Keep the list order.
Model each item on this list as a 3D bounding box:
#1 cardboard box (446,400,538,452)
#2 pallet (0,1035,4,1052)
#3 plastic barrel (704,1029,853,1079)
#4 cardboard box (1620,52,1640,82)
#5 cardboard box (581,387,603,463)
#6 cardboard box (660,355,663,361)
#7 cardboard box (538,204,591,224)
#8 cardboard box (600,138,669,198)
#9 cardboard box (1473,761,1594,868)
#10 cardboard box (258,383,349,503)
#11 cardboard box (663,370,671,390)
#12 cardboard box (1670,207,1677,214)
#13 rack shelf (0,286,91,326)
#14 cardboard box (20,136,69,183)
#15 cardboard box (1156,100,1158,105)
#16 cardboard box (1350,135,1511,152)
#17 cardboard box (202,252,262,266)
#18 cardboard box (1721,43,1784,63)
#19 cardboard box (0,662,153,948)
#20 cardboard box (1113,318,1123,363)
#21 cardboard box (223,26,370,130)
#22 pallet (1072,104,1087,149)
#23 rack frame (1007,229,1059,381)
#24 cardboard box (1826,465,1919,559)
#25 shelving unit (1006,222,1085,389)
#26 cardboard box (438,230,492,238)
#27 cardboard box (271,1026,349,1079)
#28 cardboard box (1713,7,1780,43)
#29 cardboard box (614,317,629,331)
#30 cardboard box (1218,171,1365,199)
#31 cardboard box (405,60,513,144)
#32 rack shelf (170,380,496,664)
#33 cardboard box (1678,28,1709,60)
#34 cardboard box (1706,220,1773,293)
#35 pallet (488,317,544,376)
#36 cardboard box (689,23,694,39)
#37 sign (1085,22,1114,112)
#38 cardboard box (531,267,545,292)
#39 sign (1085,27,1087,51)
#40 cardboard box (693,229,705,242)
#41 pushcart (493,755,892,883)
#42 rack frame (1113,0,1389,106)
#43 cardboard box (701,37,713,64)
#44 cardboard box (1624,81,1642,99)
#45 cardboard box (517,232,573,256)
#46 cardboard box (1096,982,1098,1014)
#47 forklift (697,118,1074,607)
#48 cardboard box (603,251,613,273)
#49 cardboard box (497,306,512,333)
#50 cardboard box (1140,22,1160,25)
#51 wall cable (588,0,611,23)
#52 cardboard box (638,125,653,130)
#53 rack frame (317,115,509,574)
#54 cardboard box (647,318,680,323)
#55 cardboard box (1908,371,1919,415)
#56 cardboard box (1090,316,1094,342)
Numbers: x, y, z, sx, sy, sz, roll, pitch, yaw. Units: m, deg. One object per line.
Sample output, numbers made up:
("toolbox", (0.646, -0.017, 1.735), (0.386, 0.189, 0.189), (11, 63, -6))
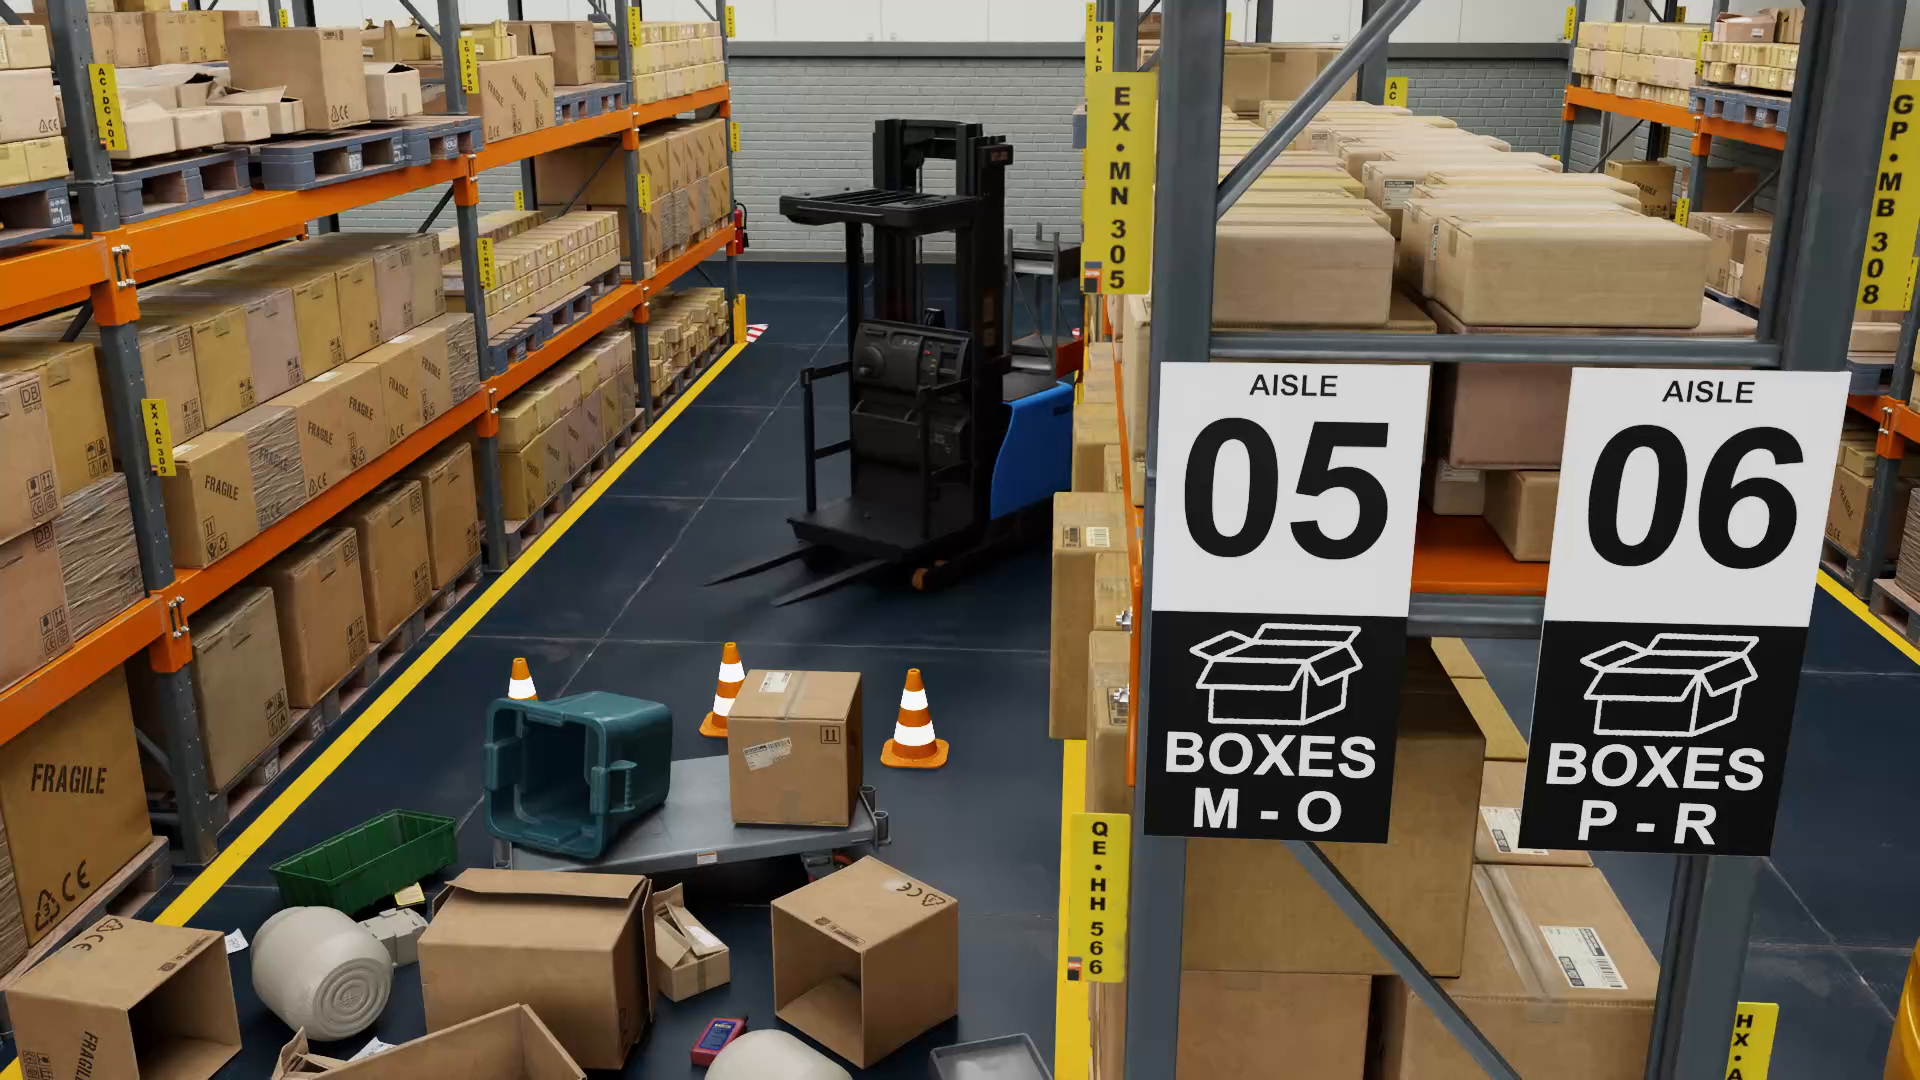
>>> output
("cardboard box", (-3.291, -0.805, 11.697), (0.500, 0.250, 0.500), (0, 18, 1))
("pallet", (-4.086, 1.954, 5.621), (1.003, 0.211, 1.213), (1, 18, 4))
("plastic barrel", (-0.572, 1.885, 5.491), (0.512, 0.421, 0.421), (17, 25, 41))
("cardboard box", (6.504, -4.409, 15.509), (0.500, 0.250, 0.500), (1, 18, 3))
("cardboard box", (-3.175, -0.928, 13.278), (0.500, 0.500, 0.500), (1, 18, 3))
("cardboard box", (-3.039, -1.719, 15.778), (0.380, 0.149, 0.250), (1, 18, 4))
("cardboard box", (-3.542, -2.816, 15.060), (0.500, 0.500, 0.500), (1, 18, 4))
("cardboard box", (-2.997, -3.430, 15.330), (0.500, 0.500, 0.500), (1, 18, 2))
("cardboard box", (1.134, 0.845, 3.888), (0.500, 0.500, 0.500), (2, 18, 6))
("cardboard box", (-3.488, -0.503, 8.479), (0.500, 0.500, 0.500), (1, 18, 4))
("cardboard box", (-2.929, -1.504, 15.599), (0.380, 0.149, 0.250), (2, 18, 6))
("cardboard box", (7.041, -3.131, 16.425), (0.500, 0.250, 0.500), (2, 18, 6))
("rack shelf", (-8.378, -1.649, 13.295), (1.077, 0.370, 4.000), (1, 18, 4))
("cardboard box", (-3.575, -1.418, 6.186), (0.380, 0.149, 0.250), (1, 18, 4))
("cardboard box", (0.728, -1.501, 5.992), (0.380, 0.149, 0.250), (1, 18, 3))
("cardboard box", (1.255, -1.005, 4.477), (0.380, 0.149, 0.250), (2, 18, 5))
("cardboard box", (-7.979, -2.561, 17.661), (0.875, 0.875, 0.875), (1, 18, 4))
("cardboard box", (6.194, -3.809, 13.003), (0.380, 0.149, 0.250), (2, 18, 5))
("cardboard box", (-3.983, 1.018, 6.736), (0.875, 0.875, 0.875), (2, 18, 5))
("cardboard box", (0.602, -0.565, 4.417), (0.380, 0.149, 0.250), (1, 18, 3))
("cardboard box", (-3.427, -2.402, 8.623), (0.500, 0.500, 0.500), (1, 18, 4))
("pallet", (1.356, -2.686, 10.788), (1.213, 0.211, 1.003), (2, 18, 6))
("rack frame", (0.524, -1.218, 12.237), (0.400, 2.100, 0.015), (9, 19, 27))
("cardboard box", (6.130, -0.187, 11.017), (0.500, 0.500, 0.500), (2, 18, 6))
("shelving unit", (0.639, -1.281, 12.442), (0.431, 2.100, 0.503), (9, 19, 27))
("cardboard box", (-3.873, -2.319, 12.958), (0.380, 0.149, 0.250), (2, 18, 6))
("cardboard box", (-2.154, 1.889, 5.733), (0.396, 0.266, 0.258), (4, 19, 13))
("cardboard box", (6.231, -4.087, 13.187), (0.396, 0.266, 0.258), (1, 18, 3))
("cardboard box", (-3.509, -2.121, 16.527), (0.380, 0.149, 0.250), (1, 18, 2))
("cardboard box", (0.646, -0.697, 3.540), (0.380, 0.149, 0.250), (1, 18, 4))
("cardboard box", (-3.275, -2.872, 10.894), (0.500, 0.500, 0.500), (1, 18, 4))
("rack shelf", (-3.725, -0.265, 9.070), (1.077, 0.370, 4.000), (1, 18, 4))
("cardboard box", (6.397, -4.177, 13.995), (0.500, 0.250, 0.500), (1, 18, 4))
("cardboard box", (6.306, -2.222, 13.053), (0.700, 0.500, 0.500), (1, 18, 5))
("pallet", (-3.637, -1.361, 11.566), (1.213, 0.211, 1.003), (1, 18, 4))
("cardboard box", (-2.861, -5.068, 16.553), (0.380, 0.149, 0.250), (1, 18, 3))
("sign", (0.522, -1.776, 6.246), (0.100, 0.325, 0.005), (1, 18, 4))
("cardboard box", (-3.277, -1.918, 12.211), (0.380, 0.149, 0.250), (1, 18, 4))
("sign", (1.096, -4.112, 13.880), (0.100, 0.325, 0.005), (1, 18, 4))
("cardboard box", (-2.851, -3.170, 17.184), (0.380, 0.149, 0.250), (0, 18, 1))
("pushcart", (-1.201, 1.304, 7.337), (1.648, 0.377, 0.936), (-5, 19, -15))
("rack frame", (1.076, -2.757, 5.886), (1.000, 3.000, 0.127), (1, 18, 4))
("cardboard box", (-2.823, -4.997, 16.976), (0.500, 0.250, 0.500), (1, 18, 2))
("cardboard box", (6.413, -4.185, 15.463), (0.380, 0.149, 0.250), (2, 18, 5))
("cardboard box", (-3.223, -2.299, 12.897), (0.380, 0.149, 0.250), (0, 18, 1))
("cardboard box", (0.588, 1.248, 4.791), (0.380, 0.149, 0.250), (2, 18, 6))
("forklift", (-0.461, -1.220, 10.938), (1.130, 2.935, 3.031), (13, 22, 35))
("cardboard box", (-3.144, -2.342, 13.982), (0.380, 0.149, 0.250), (1, 18, 4))
("cardboard box", (-3.329, -1.526, 11.492), (0.380, 0.149, 0.250), (2, 18, 7))
("cardboard box", (1.297, -3.796, 13.040), (0.500, 0.500, 0.500), (1, 18, 3))
("wall cable", (-4.105, -9.914, 22.559), (2.277, 5.999, 0.120), (1, 18, 4))
("cardboard box", (-3.394, -3.925, 16.841), (0.500, 0.500, 0.500), (1, 18, 3))
("rack frame", (-3.582, -1.228, 10.853), (1.000, 3.000, 0.127), (1, 18, 4))
("cardboard box", (-2.983, -2.109, 16.491), (0.380, 0.149, 0.250), (1, 18, 2))
("cardboard box", (6.039, -0.836, 9.897), (0.500, 0.250, 0.500), (1, 18, 4))
("cardboard box", (1.161, -1.399, 11.618), (0.500, 0.250, 0.500), (2, 18, 5))
